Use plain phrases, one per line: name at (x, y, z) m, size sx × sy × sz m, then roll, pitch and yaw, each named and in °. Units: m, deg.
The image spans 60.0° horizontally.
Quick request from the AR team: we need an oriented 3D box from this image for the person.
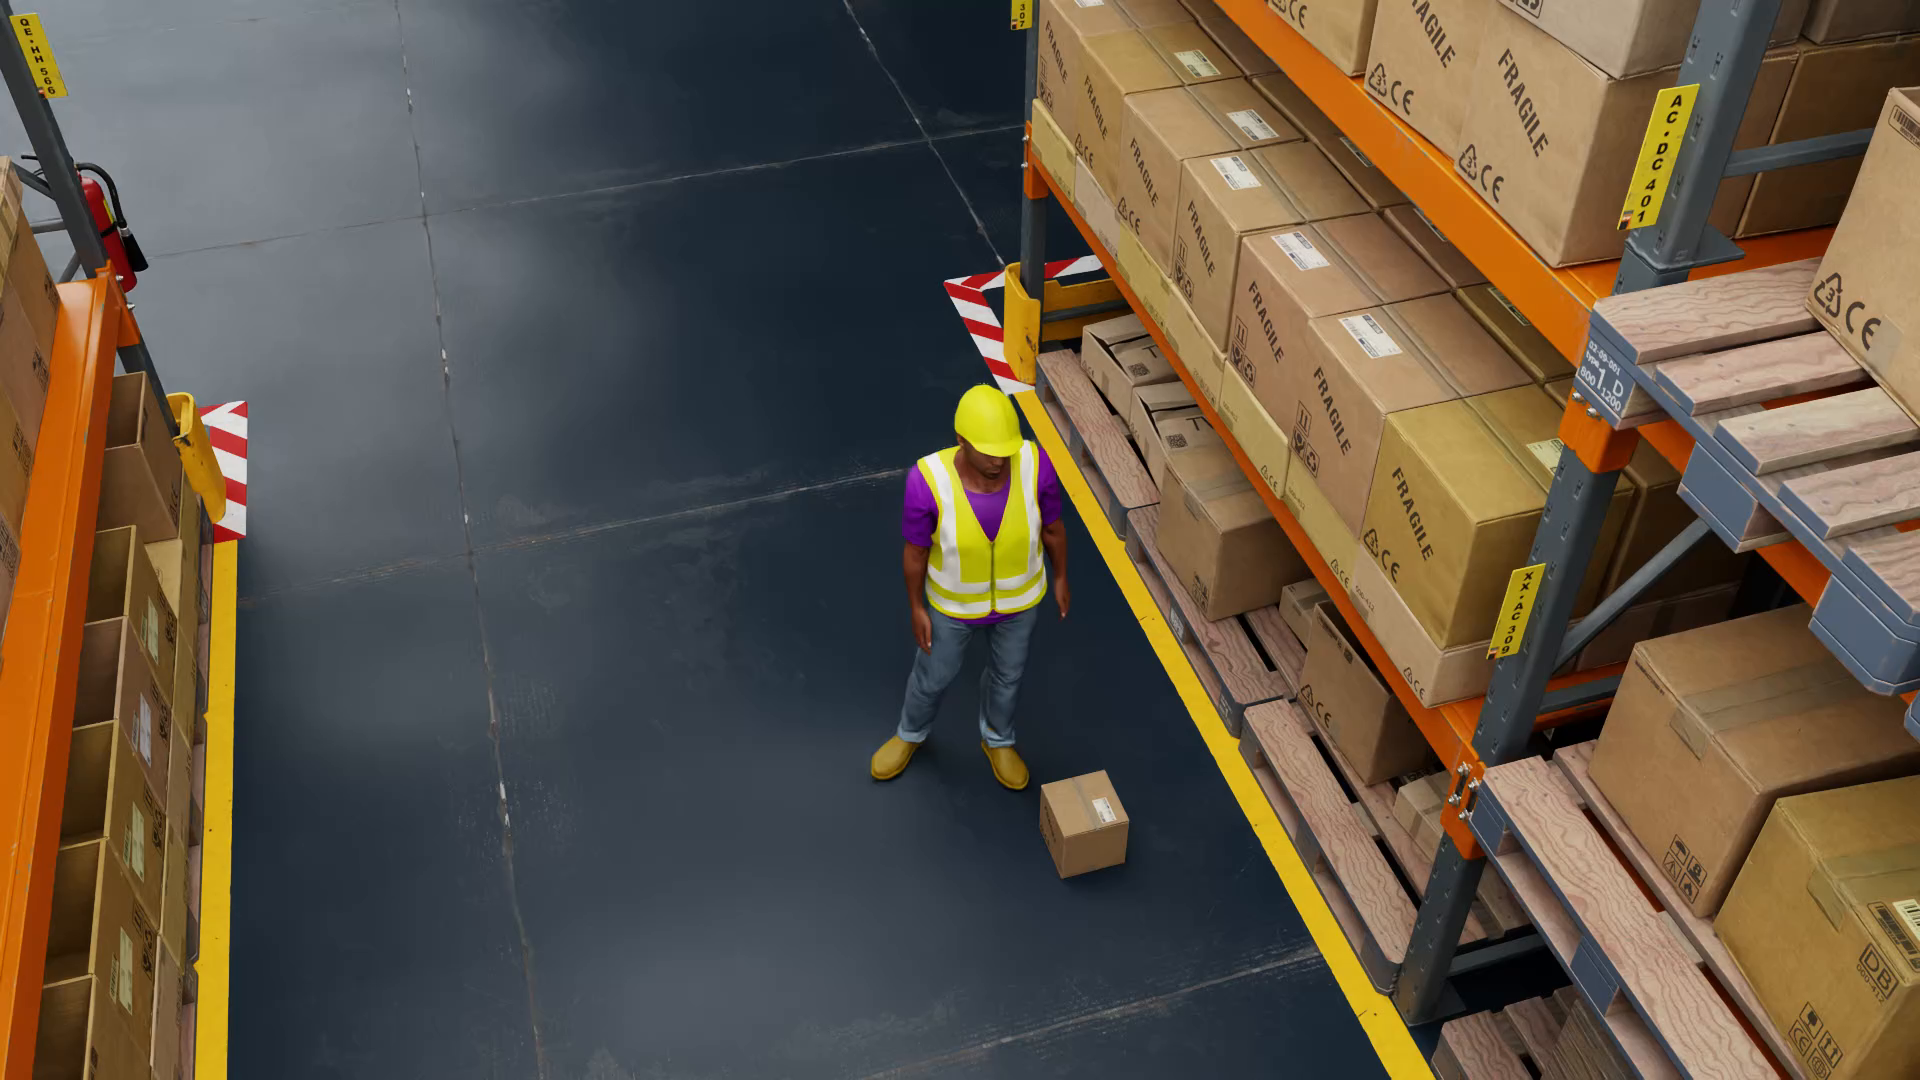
person at (0.031, 0.209, 5.896) m, size 0.765 × 1.769 × 0.397 m, roll -7°, pitch 43°, yaw -8°
